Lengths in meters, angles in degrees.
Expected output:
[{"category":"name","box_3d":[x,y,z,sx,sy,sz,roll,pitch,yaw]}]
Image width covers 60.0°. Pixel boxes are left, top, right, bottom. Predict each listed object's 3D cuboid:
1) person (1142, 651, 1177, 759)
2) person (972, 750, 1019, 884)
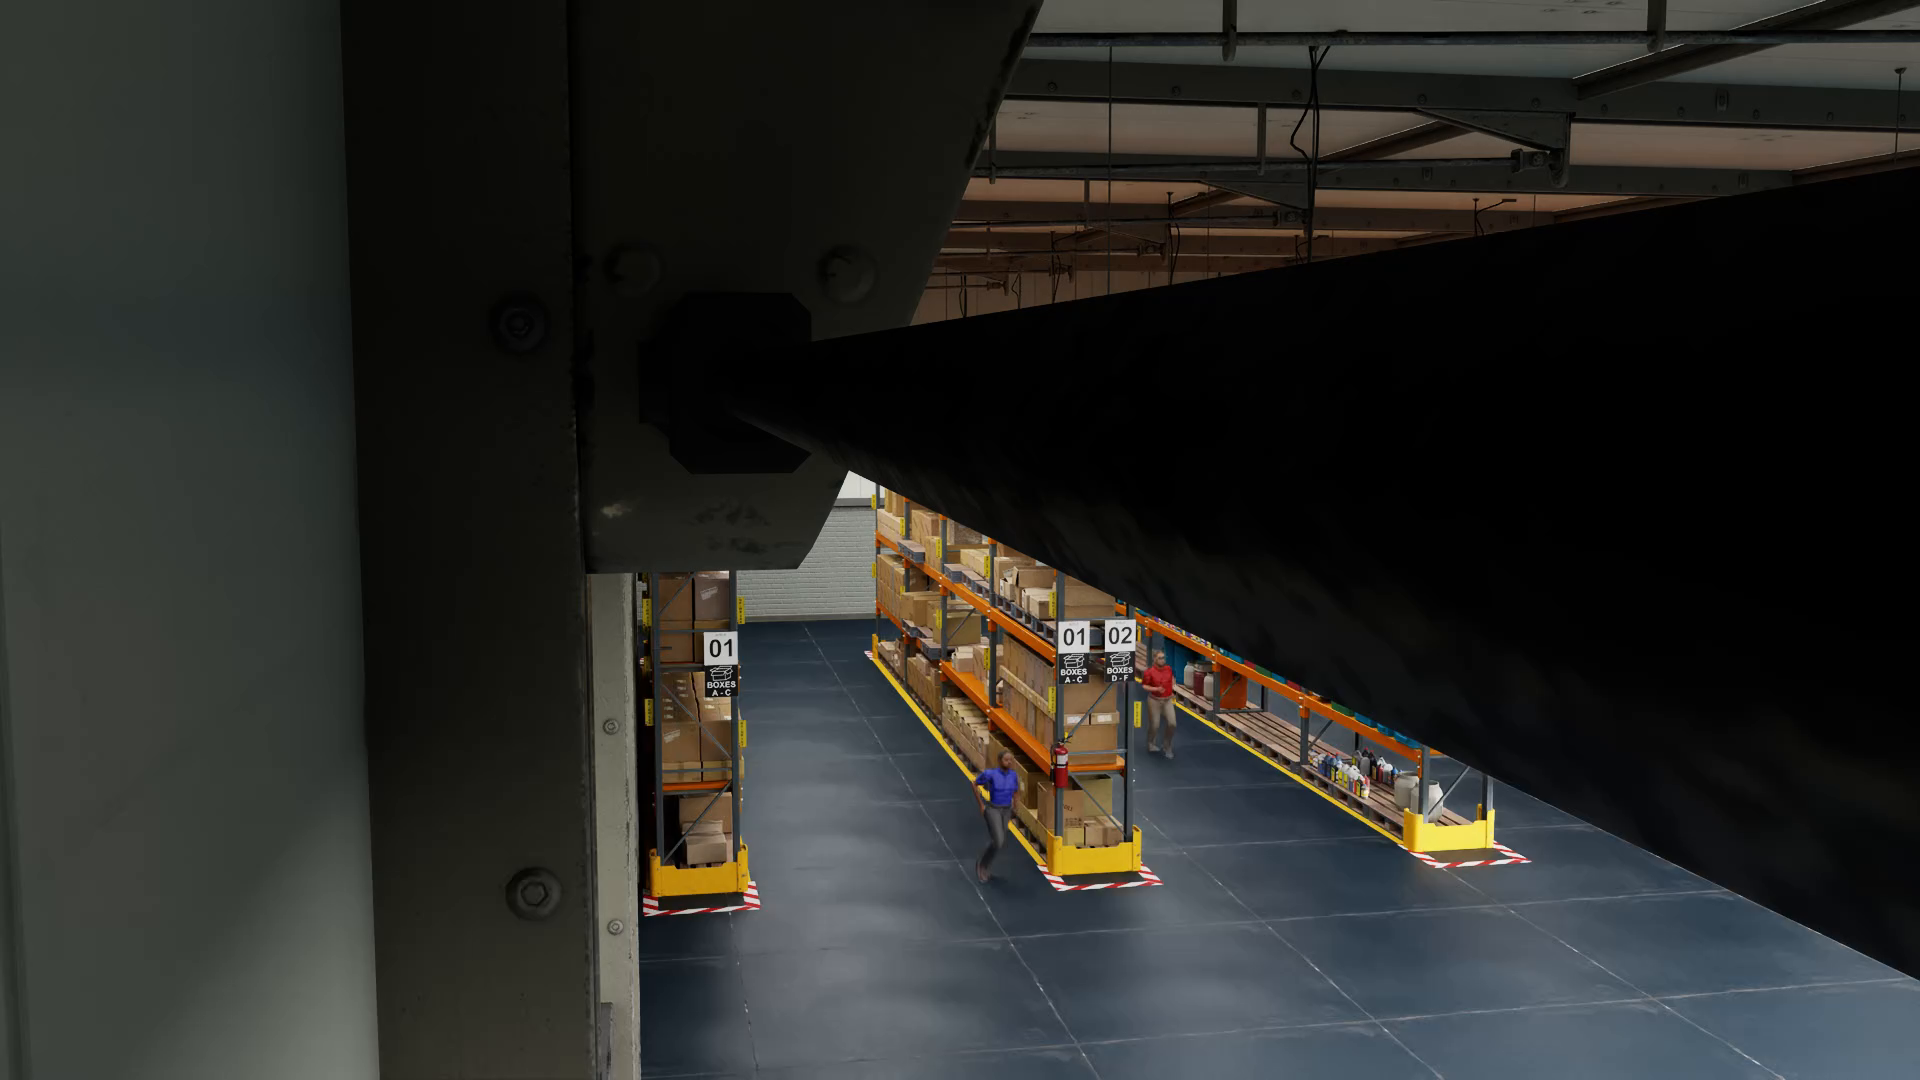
[{"category":"person","box_3d":[3.271,2.708,27.178,0.638,1.784,0.767,-2,6,-16]},{"category":"person","box_3d":[0.460,3.415,20.672,0.611,1.624,0.666,-4,7,-32]}]
